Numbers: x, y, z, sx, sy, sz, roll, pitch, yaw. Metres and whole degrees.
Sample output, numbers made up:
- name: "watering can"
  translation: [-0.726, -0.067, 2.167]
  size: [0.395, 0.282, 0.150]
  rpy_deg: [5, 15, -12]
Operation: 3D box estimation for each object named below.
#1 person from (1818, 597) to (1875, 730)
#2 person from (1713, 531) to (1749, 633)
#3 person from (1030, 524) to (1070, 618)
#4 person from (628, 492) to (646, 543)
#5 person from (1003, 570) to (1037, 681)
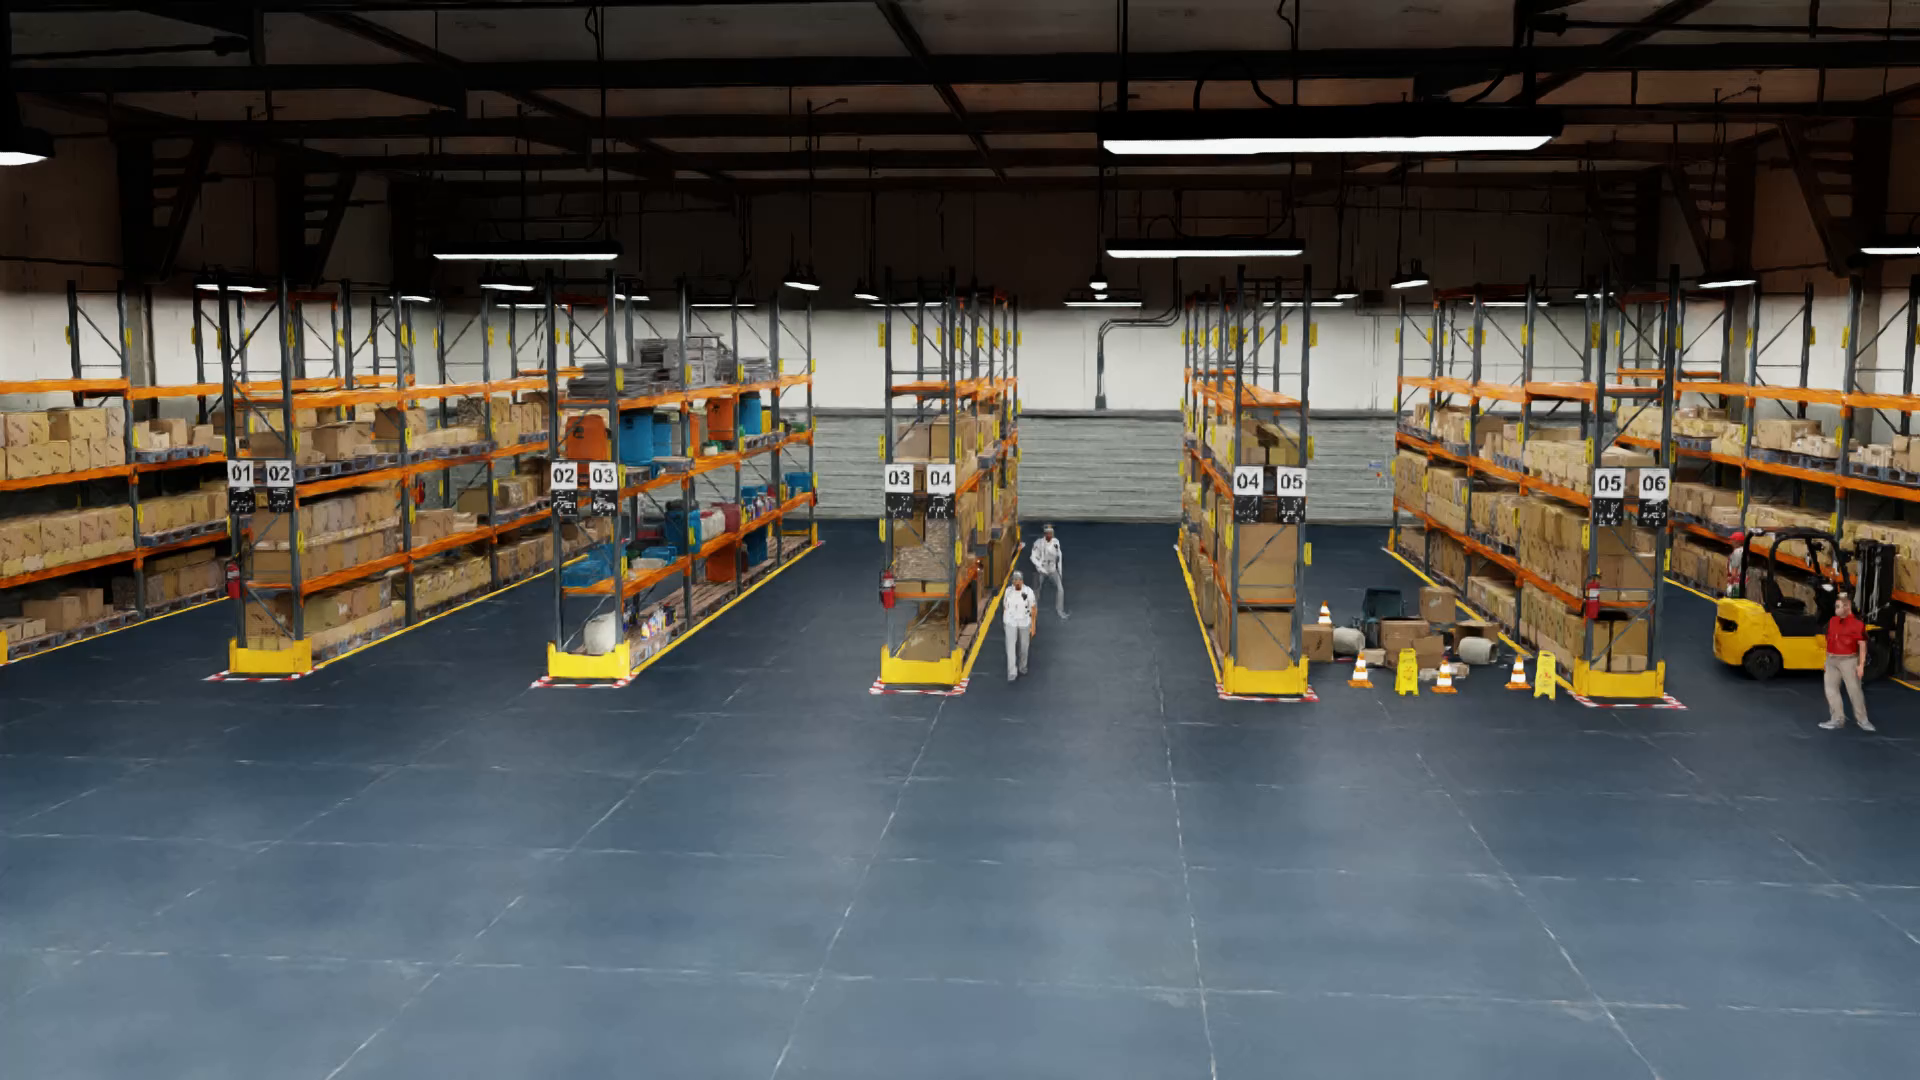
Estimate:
- name: "person"
  translation: [11.398, 1.575, 21.330]
  size: [0.559, 1.716, 0.652]
  rpy_deg: [-3, 8, -23]
- name: "person"
  translation: [12.876, 0.744, 27.678]
  size: [0.577, 1.785, 0.655]
  rpy_deg: [4, 8, 31]
- name: "person"
  translation: [1.469, 0.502, 28.149]
  size: [0.638, 1.607, 0.815]
  rpy_deg: [-1, 7, -12]
- name: "person"
  translation: [-7.556, -0.615, 38.926]
  size: [0.416, 1.770, 0.689]
  rpy_deg: [0, 7, 1]
- name: "person"
  translation: [0.882, 1.234, 24.483]
  size: [0.492, 1.605, 0.991]
  rpy_deg: [0, 7, 3]
